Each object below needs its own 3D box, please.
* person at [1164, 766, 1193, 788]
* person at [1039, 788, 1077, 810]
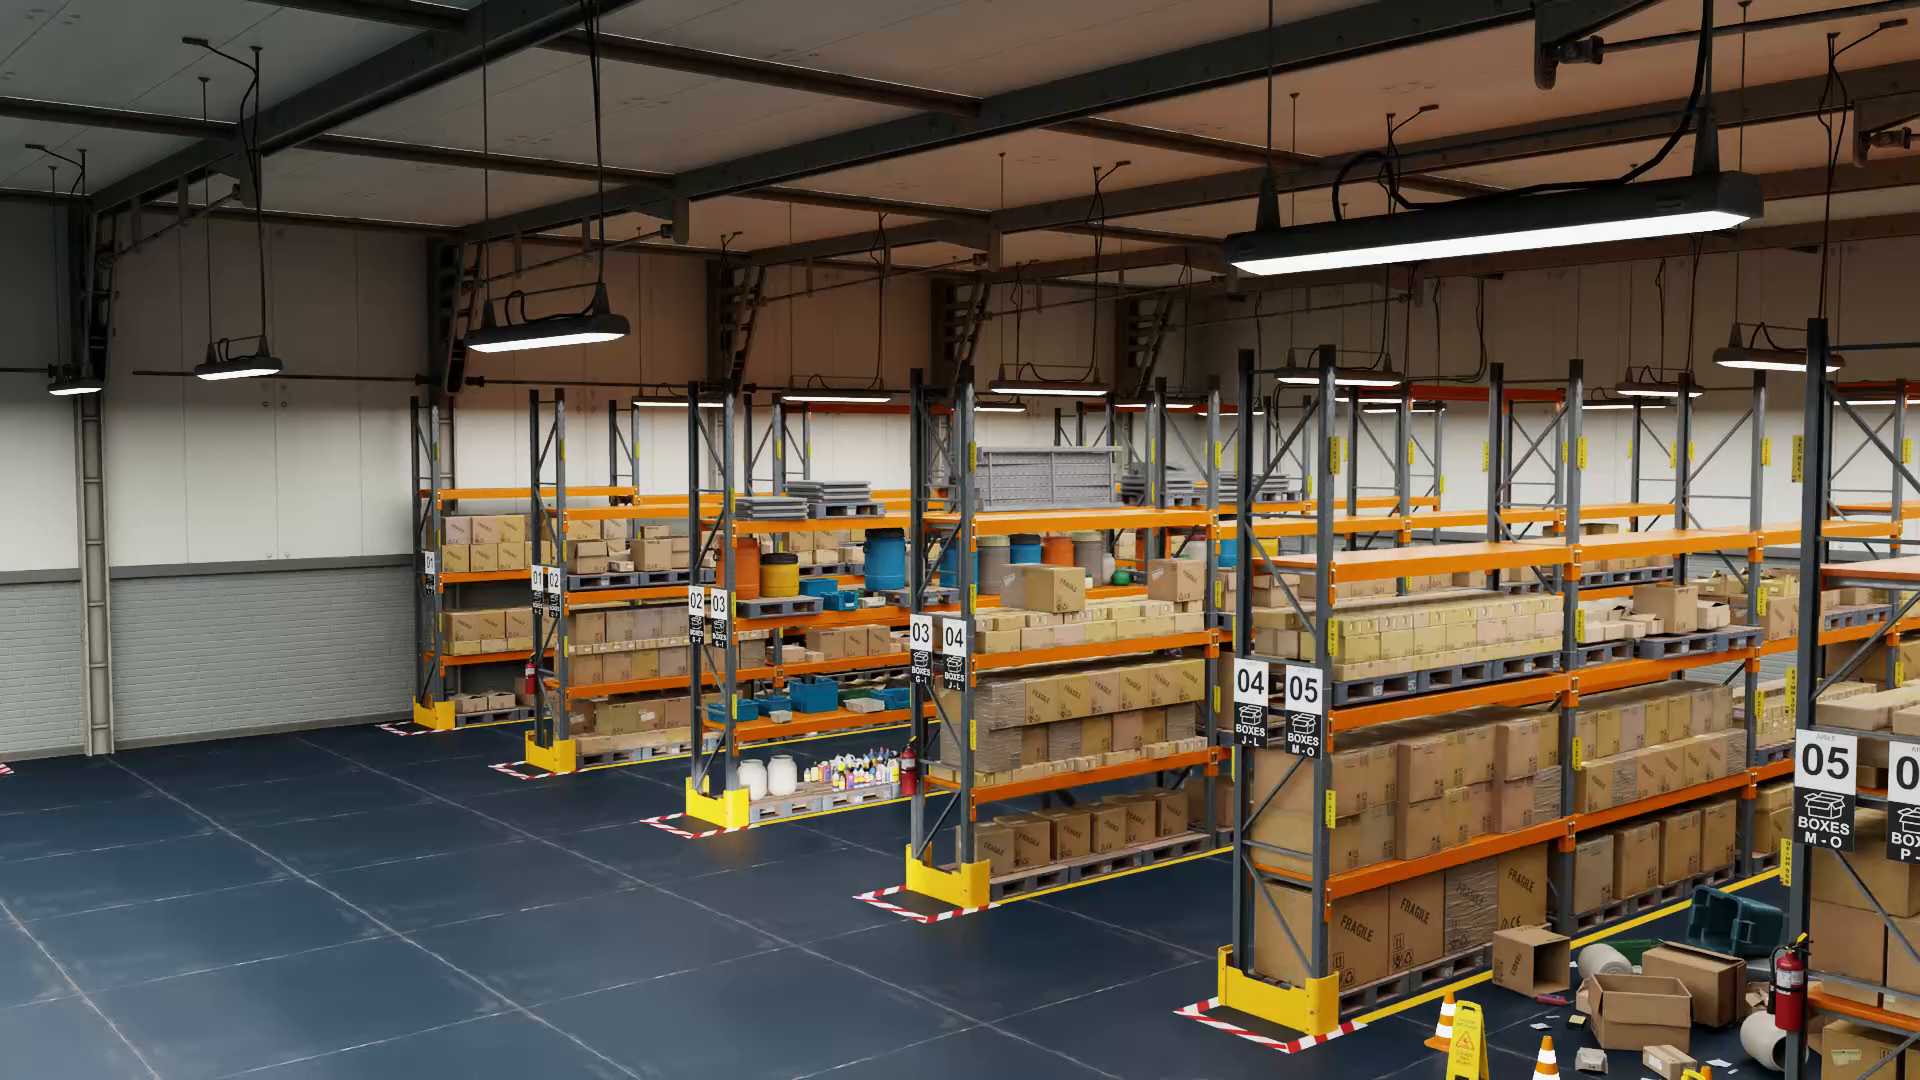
[{"bbox_3d":[3.046,2.926,23.971,0.961,1.662,0.587,-3,5,-43],"label":"person"},{"bbox_3d":[1.304,3.042,22.276,0.834,1.673,0.599,-2,4,-36],"label":"person"}]
